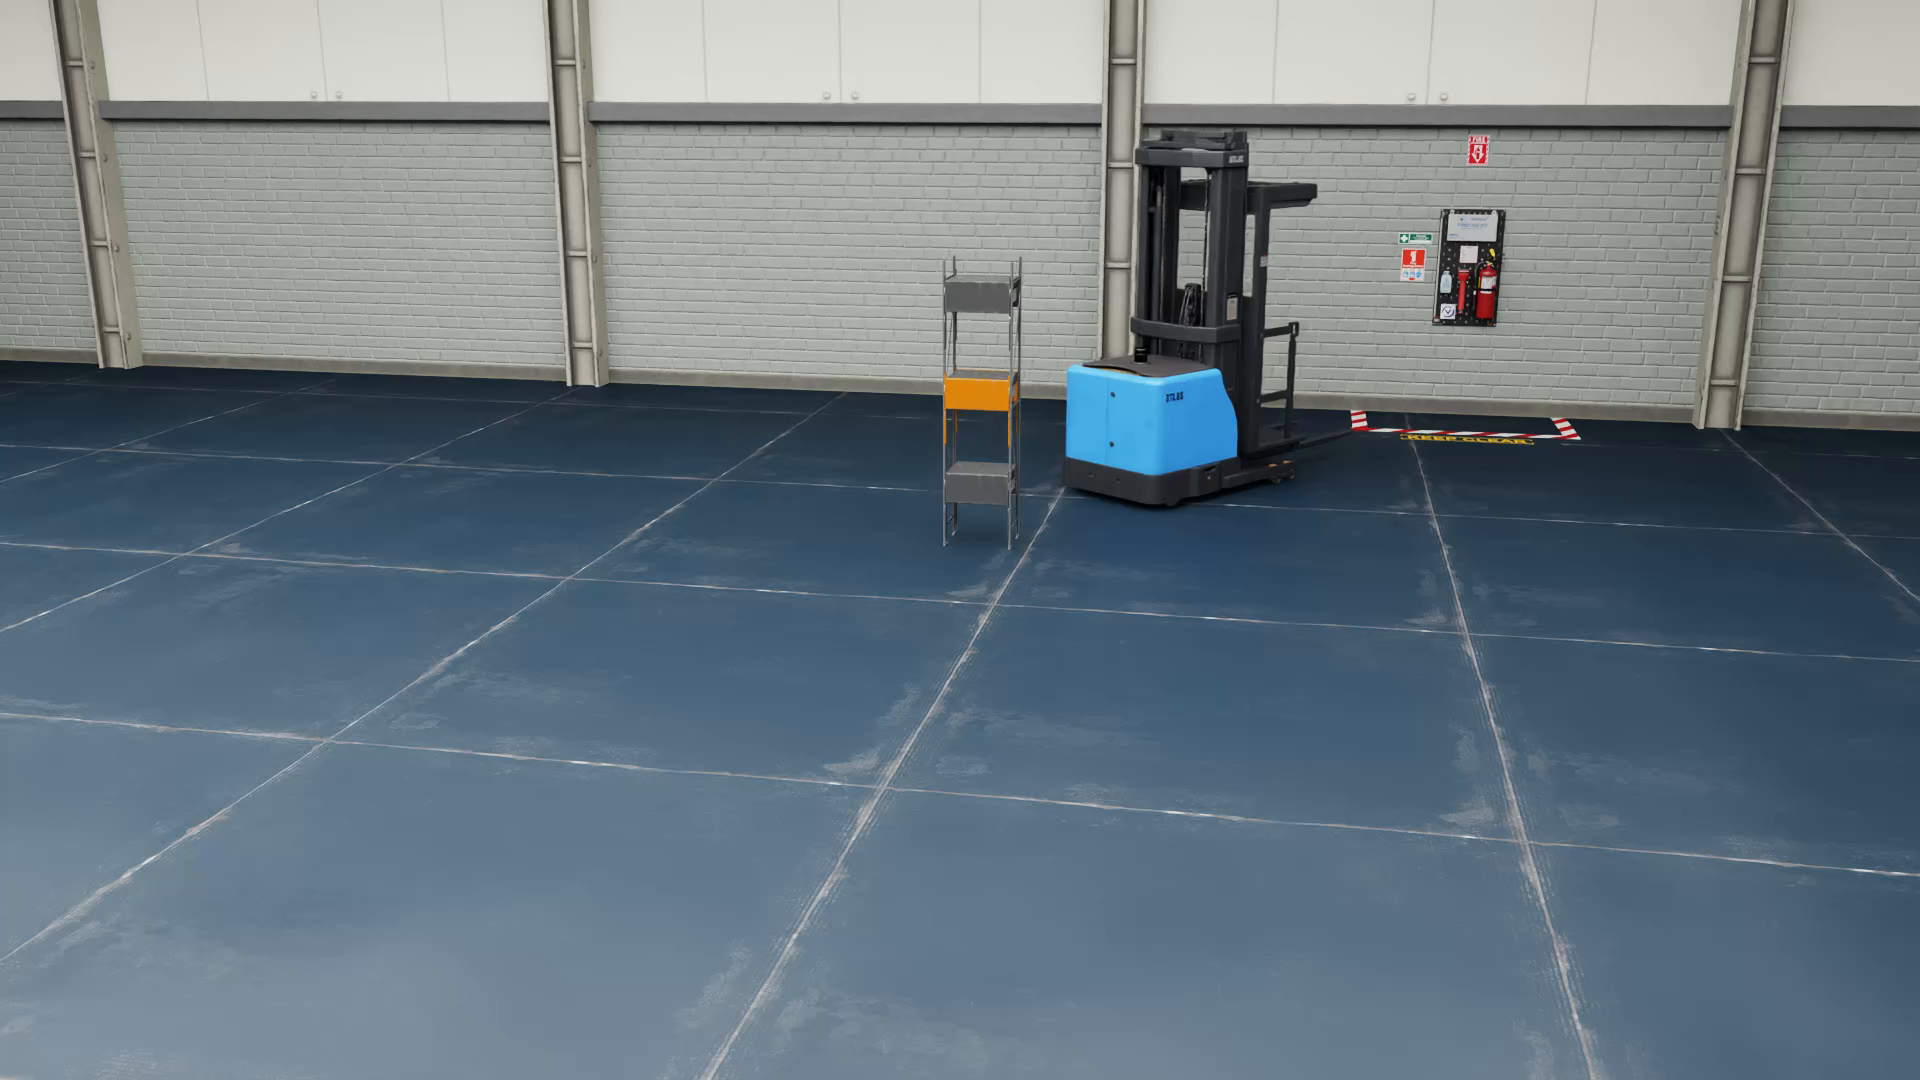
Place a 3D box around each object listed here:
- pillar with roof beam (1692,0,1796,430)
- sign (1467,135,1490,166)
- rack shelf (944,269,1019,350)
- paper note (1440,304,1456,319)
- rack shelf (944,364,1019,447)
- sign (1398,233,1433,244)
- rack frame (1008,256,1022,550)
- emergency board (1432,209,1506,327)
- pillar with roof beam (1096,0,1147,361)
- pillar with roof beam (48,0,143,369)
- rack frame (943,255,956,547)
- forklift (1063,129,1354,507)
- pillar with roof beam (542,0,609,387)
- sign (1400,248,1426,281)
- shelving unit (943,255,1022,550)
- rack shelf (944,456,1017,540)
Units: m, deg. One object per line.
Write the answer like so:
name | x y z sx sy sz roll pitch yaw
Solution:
pillar with roof beam | 6.681 -4.345 11.322 0.400 9.000 9.100 3 16 11
sign | 5.137 -3.865 16.485 0.199 0.298 0.001 3 16 11
rack shelf | 0.162 -1.665 11.997 0.480 0.518 0.431 3 16 11
paper note | 4.965 -2.325 16.915 0.142 0.148 0.016 3 16 11
rack shelf | 0.162 -0.990 12.184 0.480 0.518 0.431 3 16 11
sign | 4.606 -3.048 16.817 0.331 0.109 0.001 3 16 11
rack frame | 0.401 -0.990 12.133 0.015 2.100 0.400 3 16 11
emergency board | 5.125 -2.722 16.699 0.643 1.169 0.194 3 16 11
pillar with roof beam | 0.801 -4.664 12.474 0.400 9.000 9.100 3 16 11
pillar with roof beam | -10.958 -5.303 14.778 0.400 9.000 9.100 3 16 11
rack frame | -0.077 -1.016 12.227 0.015 2.100 0.400 3 16 11
forklift | 2.288 -1.989 14.183 3.031 2.935 1.130 -14 21 -41
pillar with roof beam | -5.078 -4.984 13.626 0.400 9.000 9.100 3 16 11
sign | 4.604 -2.795 16.897 0.234 0.329 0.001 3 16 11
shelving unit | 0.162 -1.003 12.180 0.503 2.100 0.431 3 16 11
rack shelf | 0.162 -0.315 12.370 0.480 0.518 0.431 3 16 11
